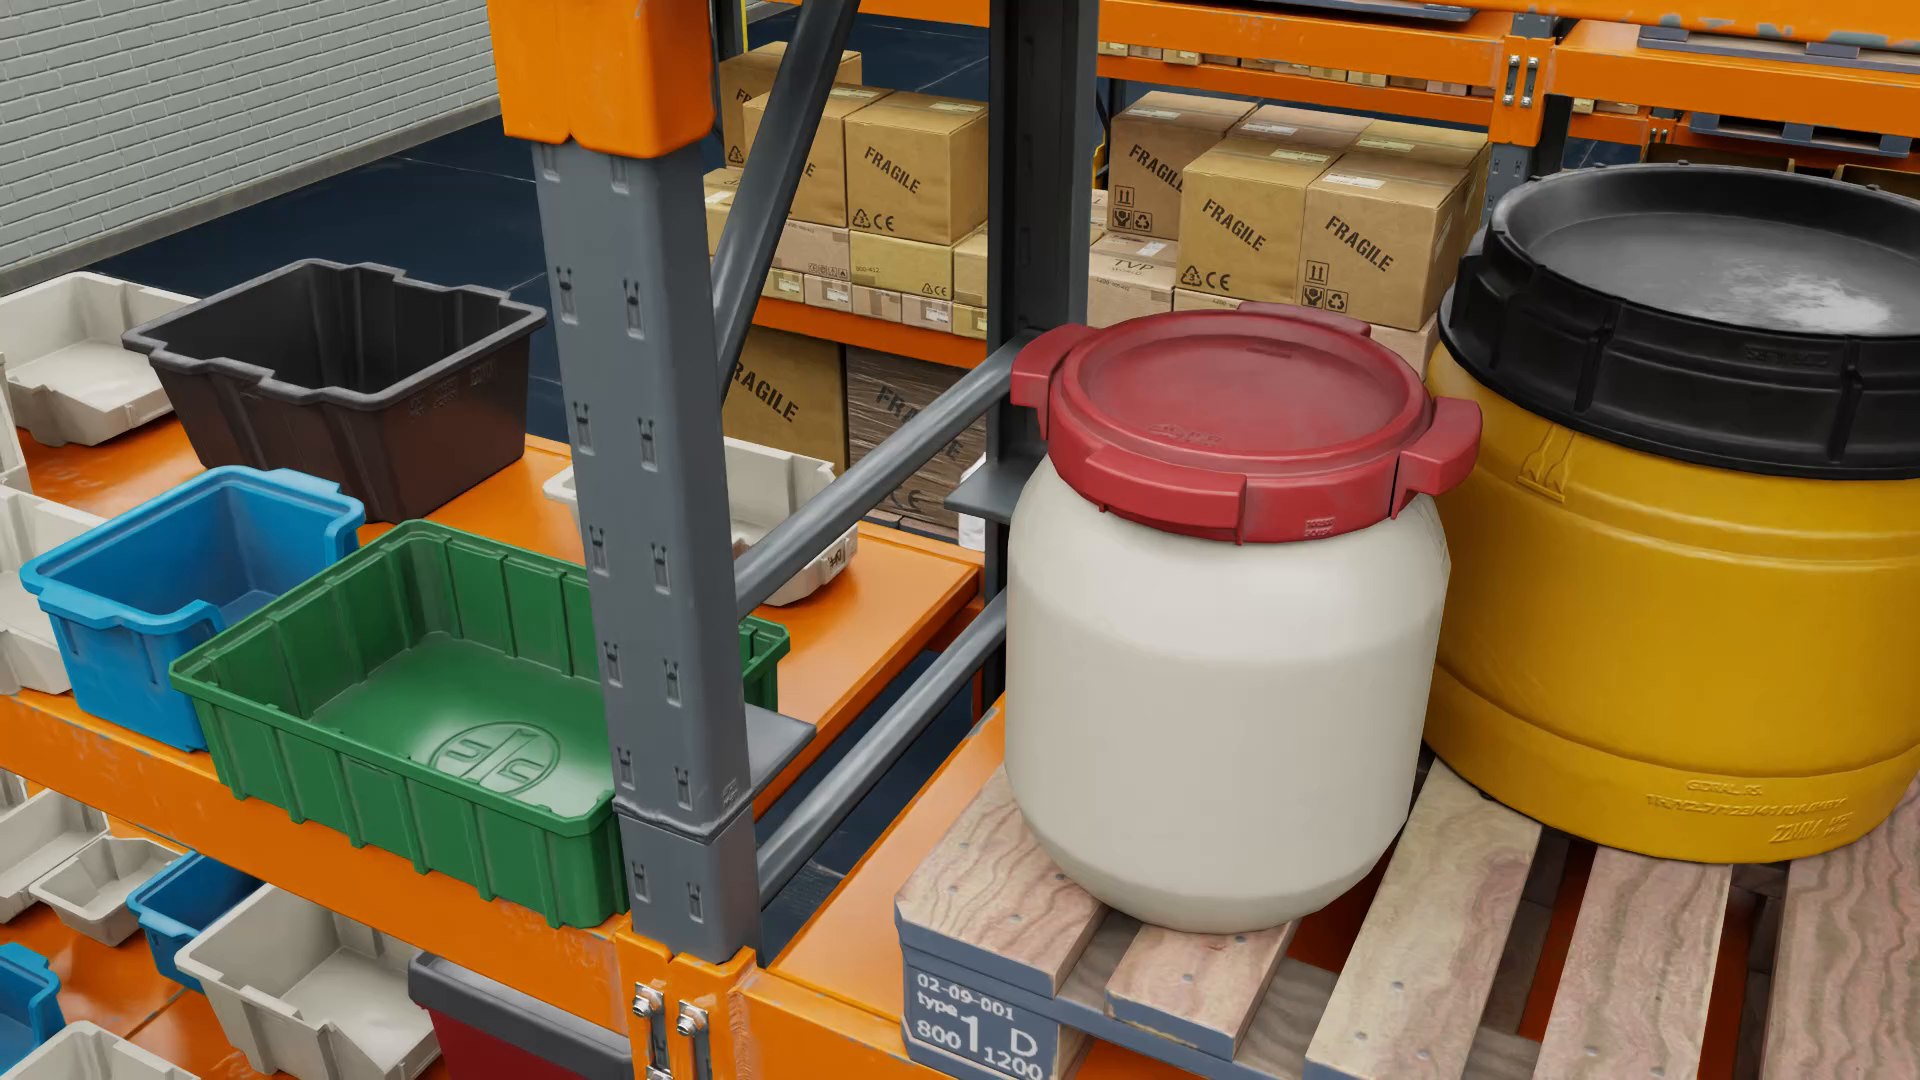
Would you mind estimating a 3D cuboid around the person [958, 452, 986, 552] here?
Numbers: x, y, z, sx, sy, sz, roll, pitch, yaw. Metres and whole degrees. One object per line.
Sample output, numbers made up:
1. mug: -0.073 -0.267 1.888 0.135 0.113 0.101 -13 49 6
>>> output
1. person: 0.331 0.240 6.167 0.594 1.768 0.605 22 36 33
